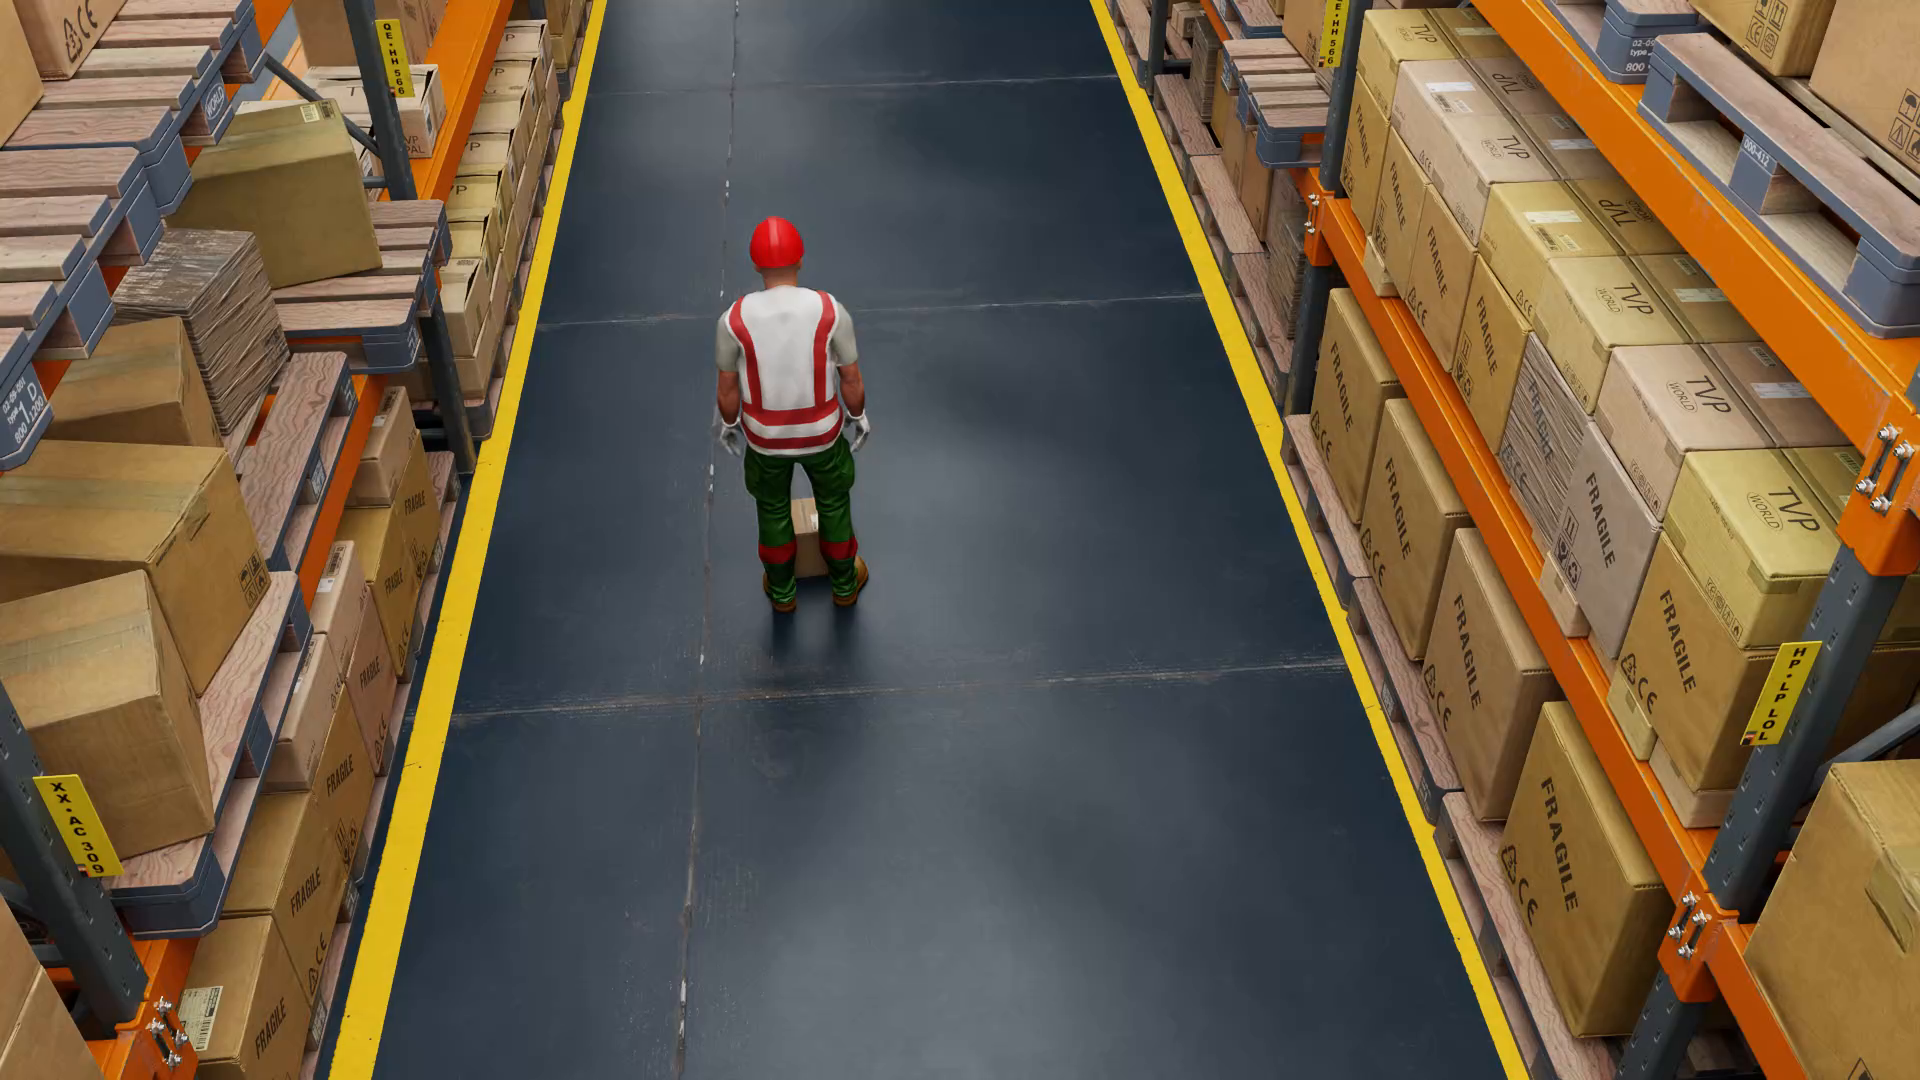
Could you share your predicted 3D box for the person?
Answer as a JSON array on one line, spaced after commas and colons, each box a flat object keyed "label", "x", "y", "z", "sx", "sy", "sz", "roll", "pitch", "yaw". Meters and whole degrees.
[{"label": "person", "x": -0.668, "y": -0.463, "z": 6.718, "sx": 0.608, "sy": 1.780, "sz": 0.448, "roll": -3, "pitch": 39, "yaw": -4}]
